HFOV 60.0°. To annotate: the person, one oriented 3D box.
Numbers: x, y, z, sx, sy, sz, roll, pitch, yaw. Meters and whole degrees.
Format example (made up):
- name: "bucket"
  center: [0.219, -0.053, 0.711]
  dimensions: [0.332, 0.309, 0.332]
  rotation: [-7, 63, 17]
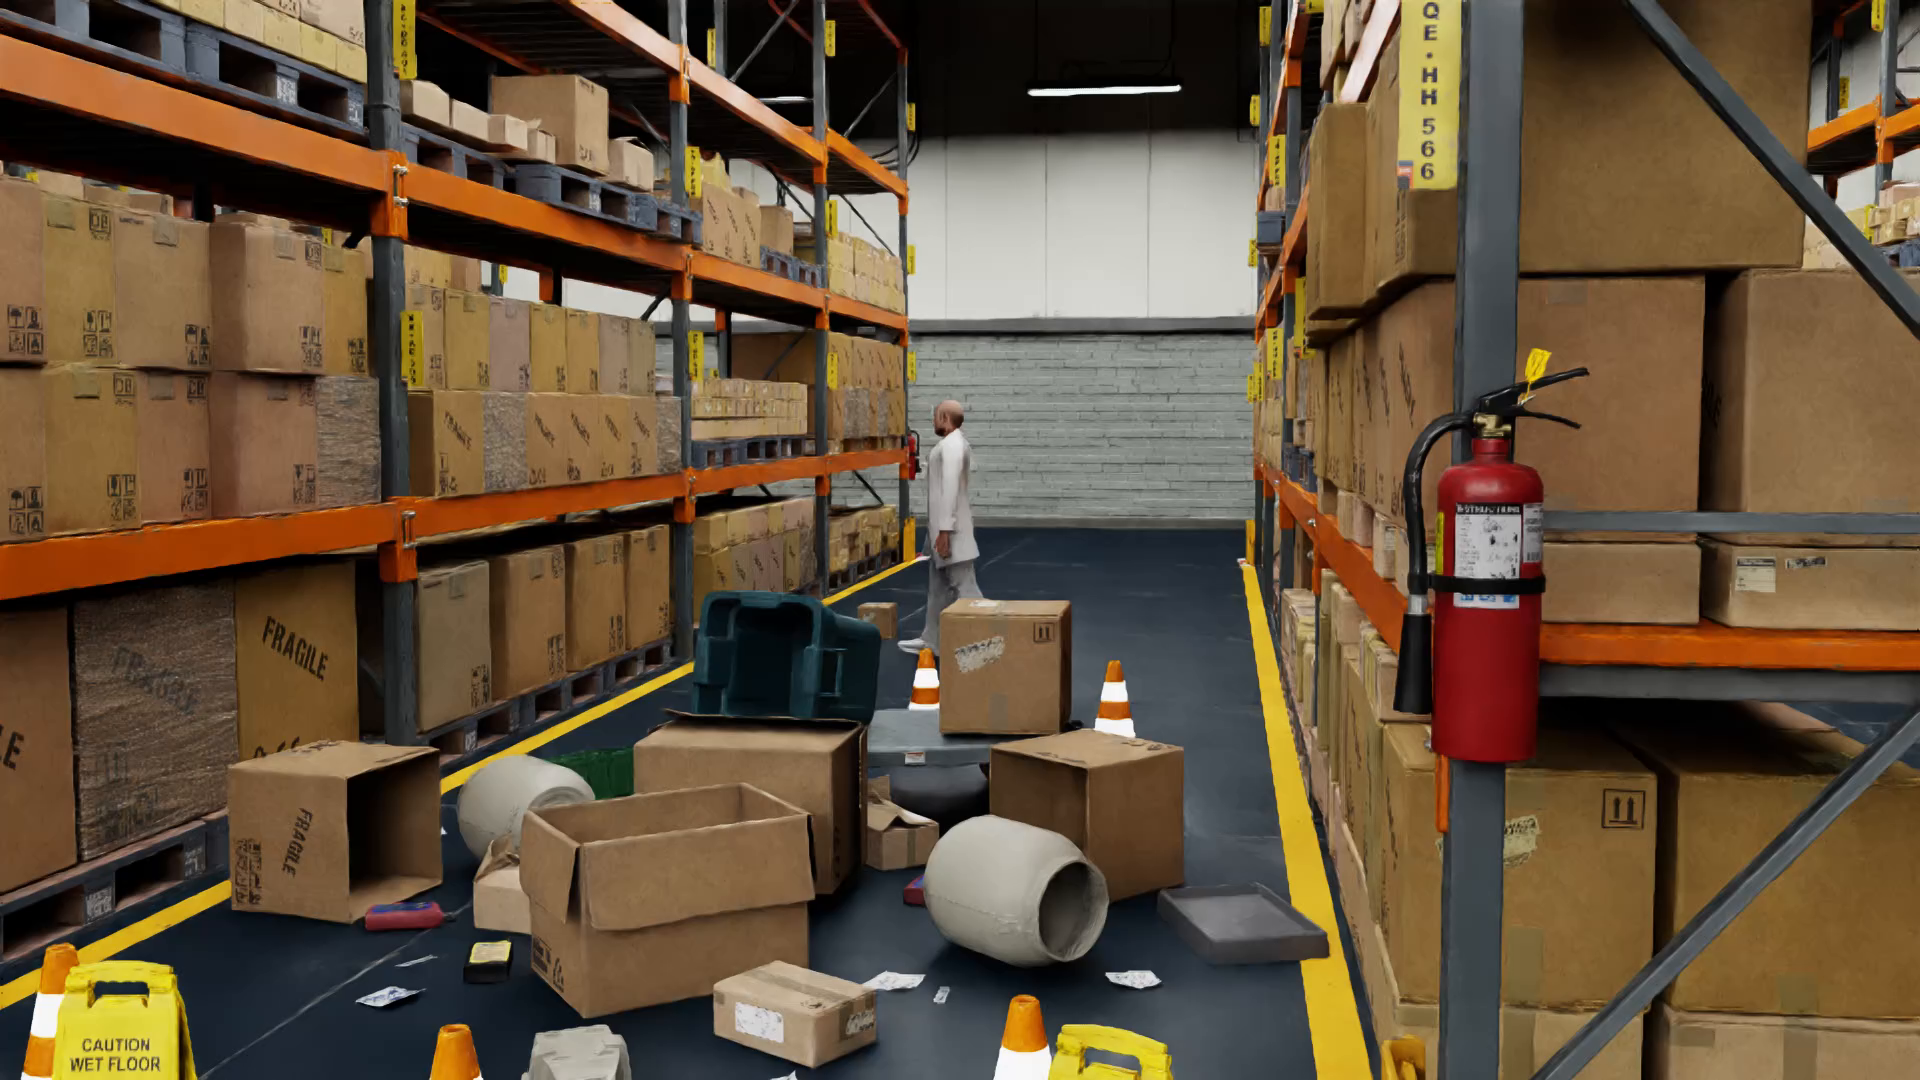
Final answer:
- name: "person"
  center: [-0.095, -0.073, 11.393]
  dimensions: [0.690, 1.774, 0.795]
  rotation: [0, 4, 2]
